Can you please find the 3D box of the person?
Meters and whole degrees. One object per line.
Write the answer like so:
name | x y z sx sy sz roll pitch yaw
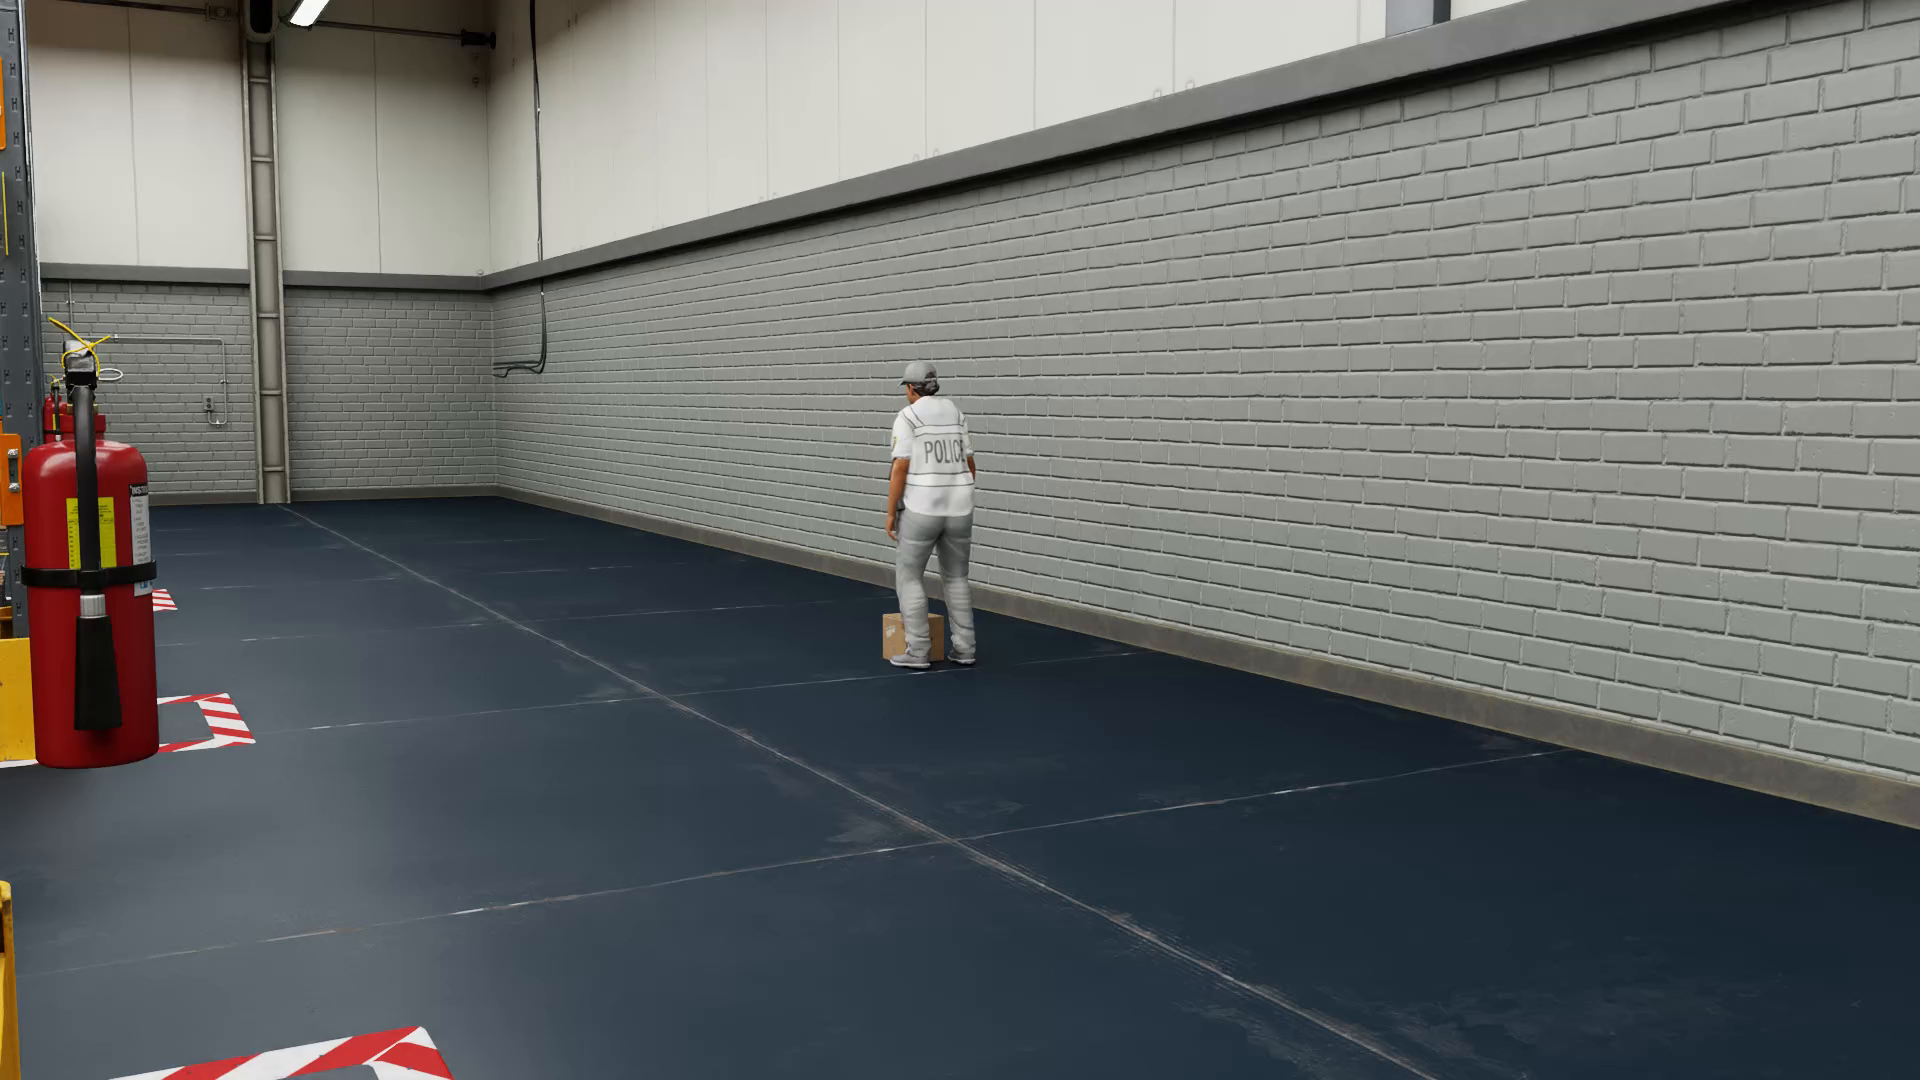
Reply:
person | -0.157 -0.143 9.055 0.564 1.667 0.452 -3 6 -32
